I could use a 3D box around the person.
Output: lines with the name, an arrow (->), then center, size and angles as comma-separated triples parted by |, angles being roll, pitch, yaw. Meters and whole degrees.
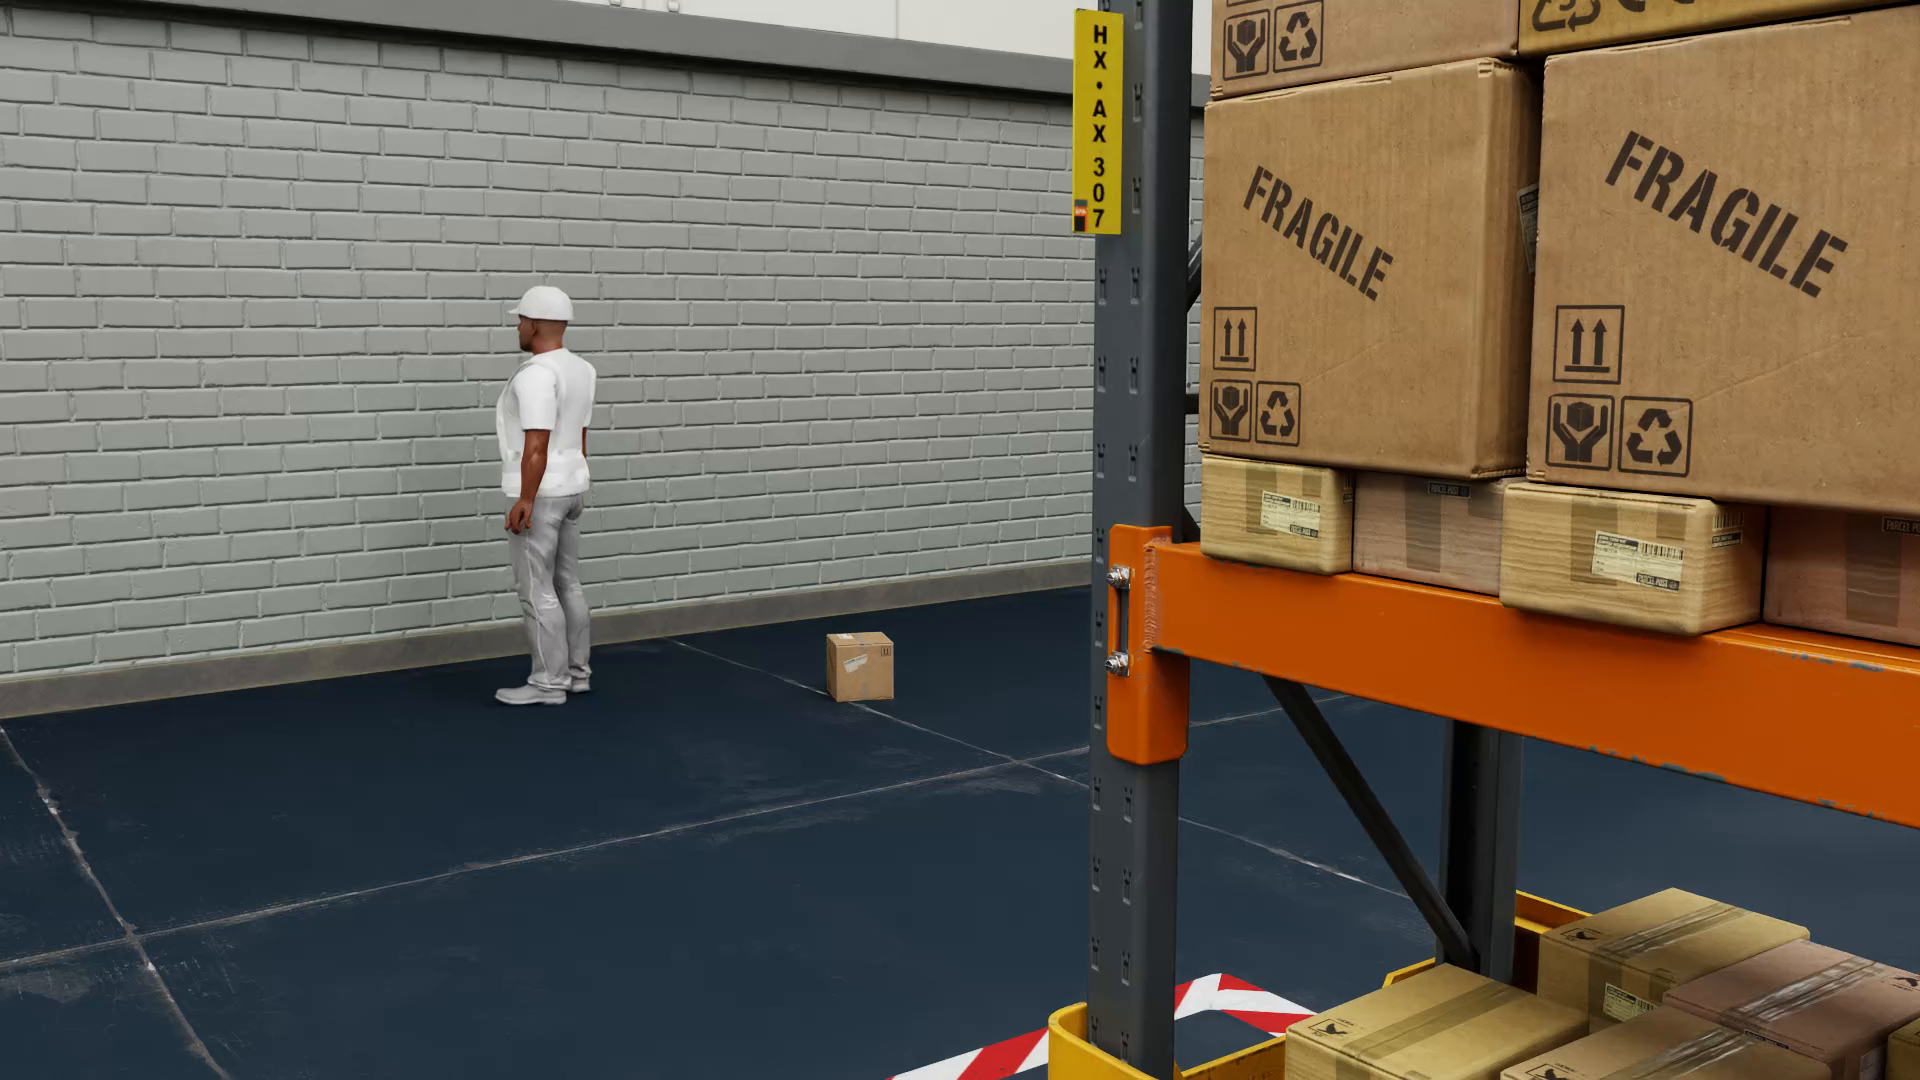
person -> -1.780, -0.186, 7.108 | 0.377, 1.779, 0.568 | 1, 8, 11
